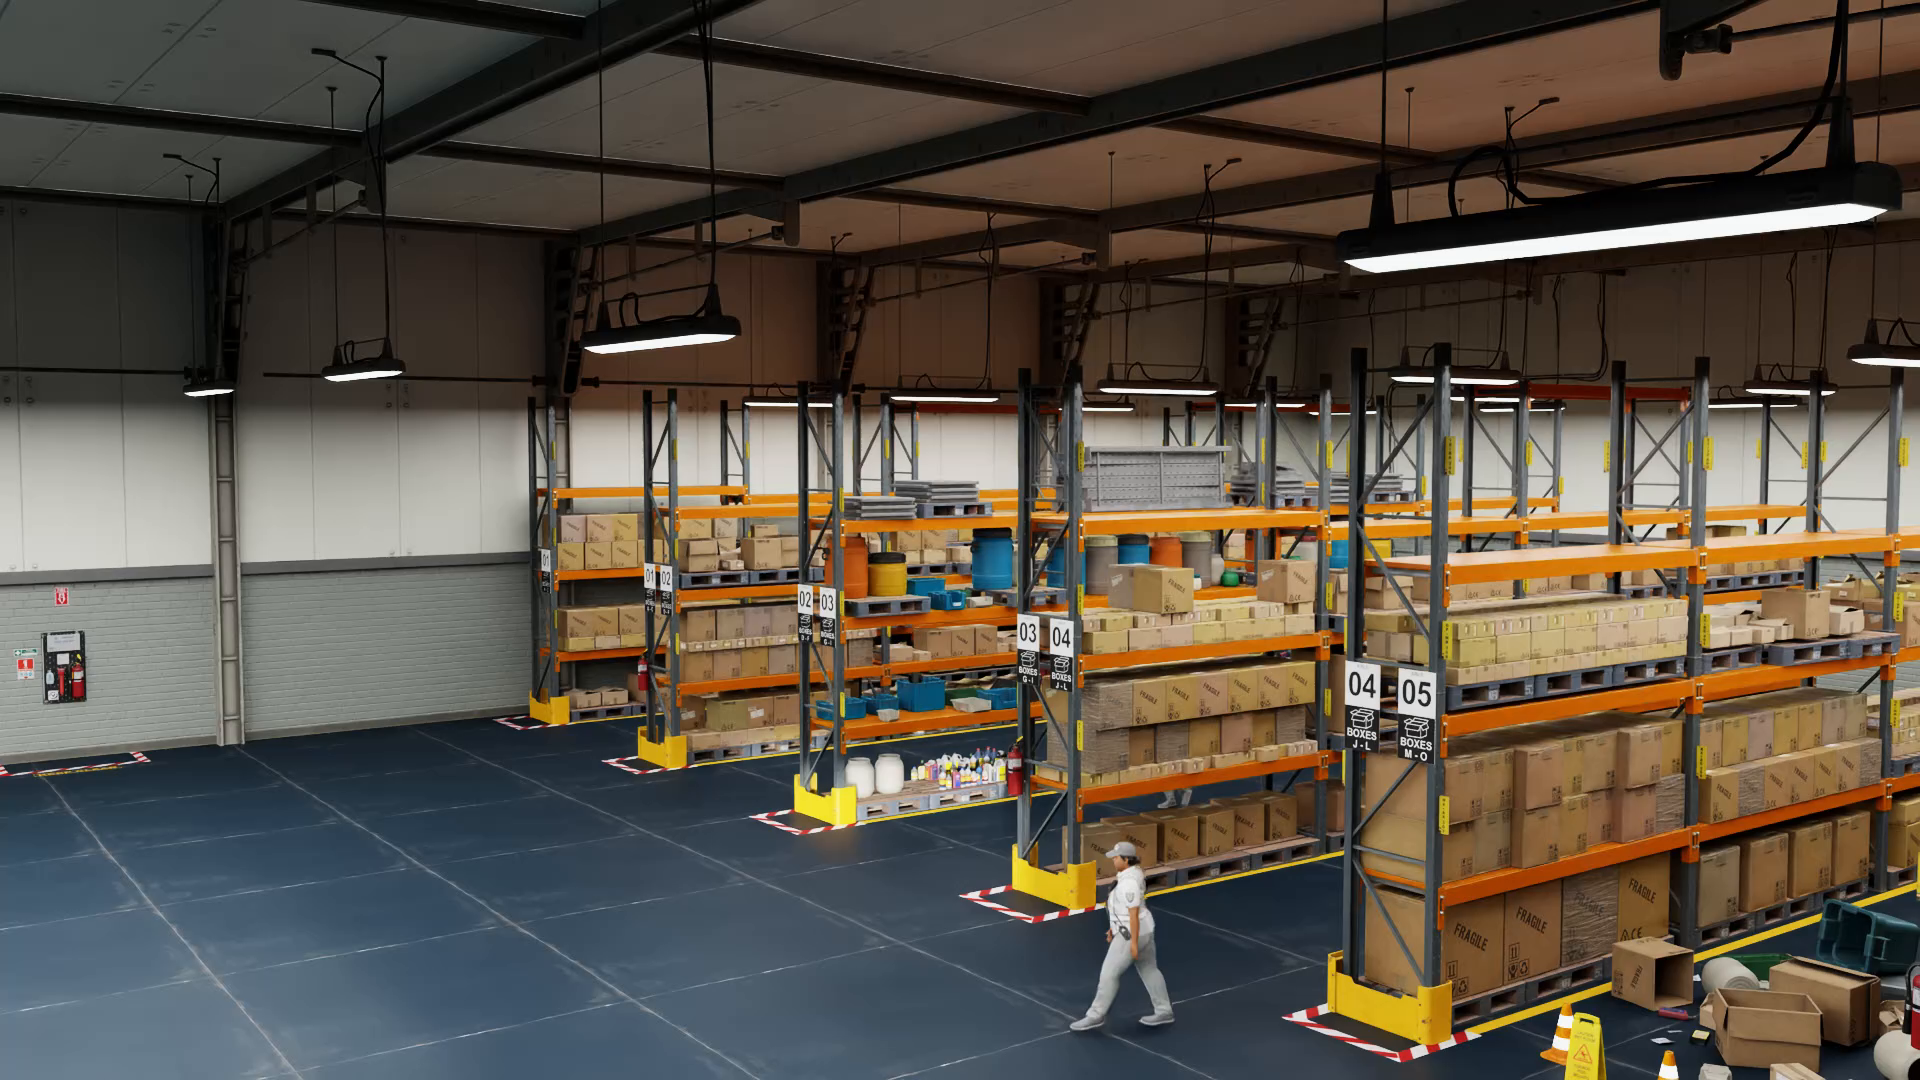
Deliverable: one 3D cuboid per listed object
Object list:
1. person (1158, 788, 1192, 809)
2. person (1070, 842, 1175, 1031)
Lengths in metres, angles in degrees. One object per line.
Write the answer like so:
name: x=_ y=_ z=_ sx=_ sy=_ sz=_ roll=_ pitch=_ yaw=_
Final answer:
person: x=3.003 y=2.954 z=23.516 sx=0.497 sy=1.659 sz=0.556 roll=-1 pitch=3 yaw=-13
person: x=1.446 y=3.464 z=14.629 sx=0.878 sy=1.622 sz=0.536 roll=1 pitch=3 yaw=15
